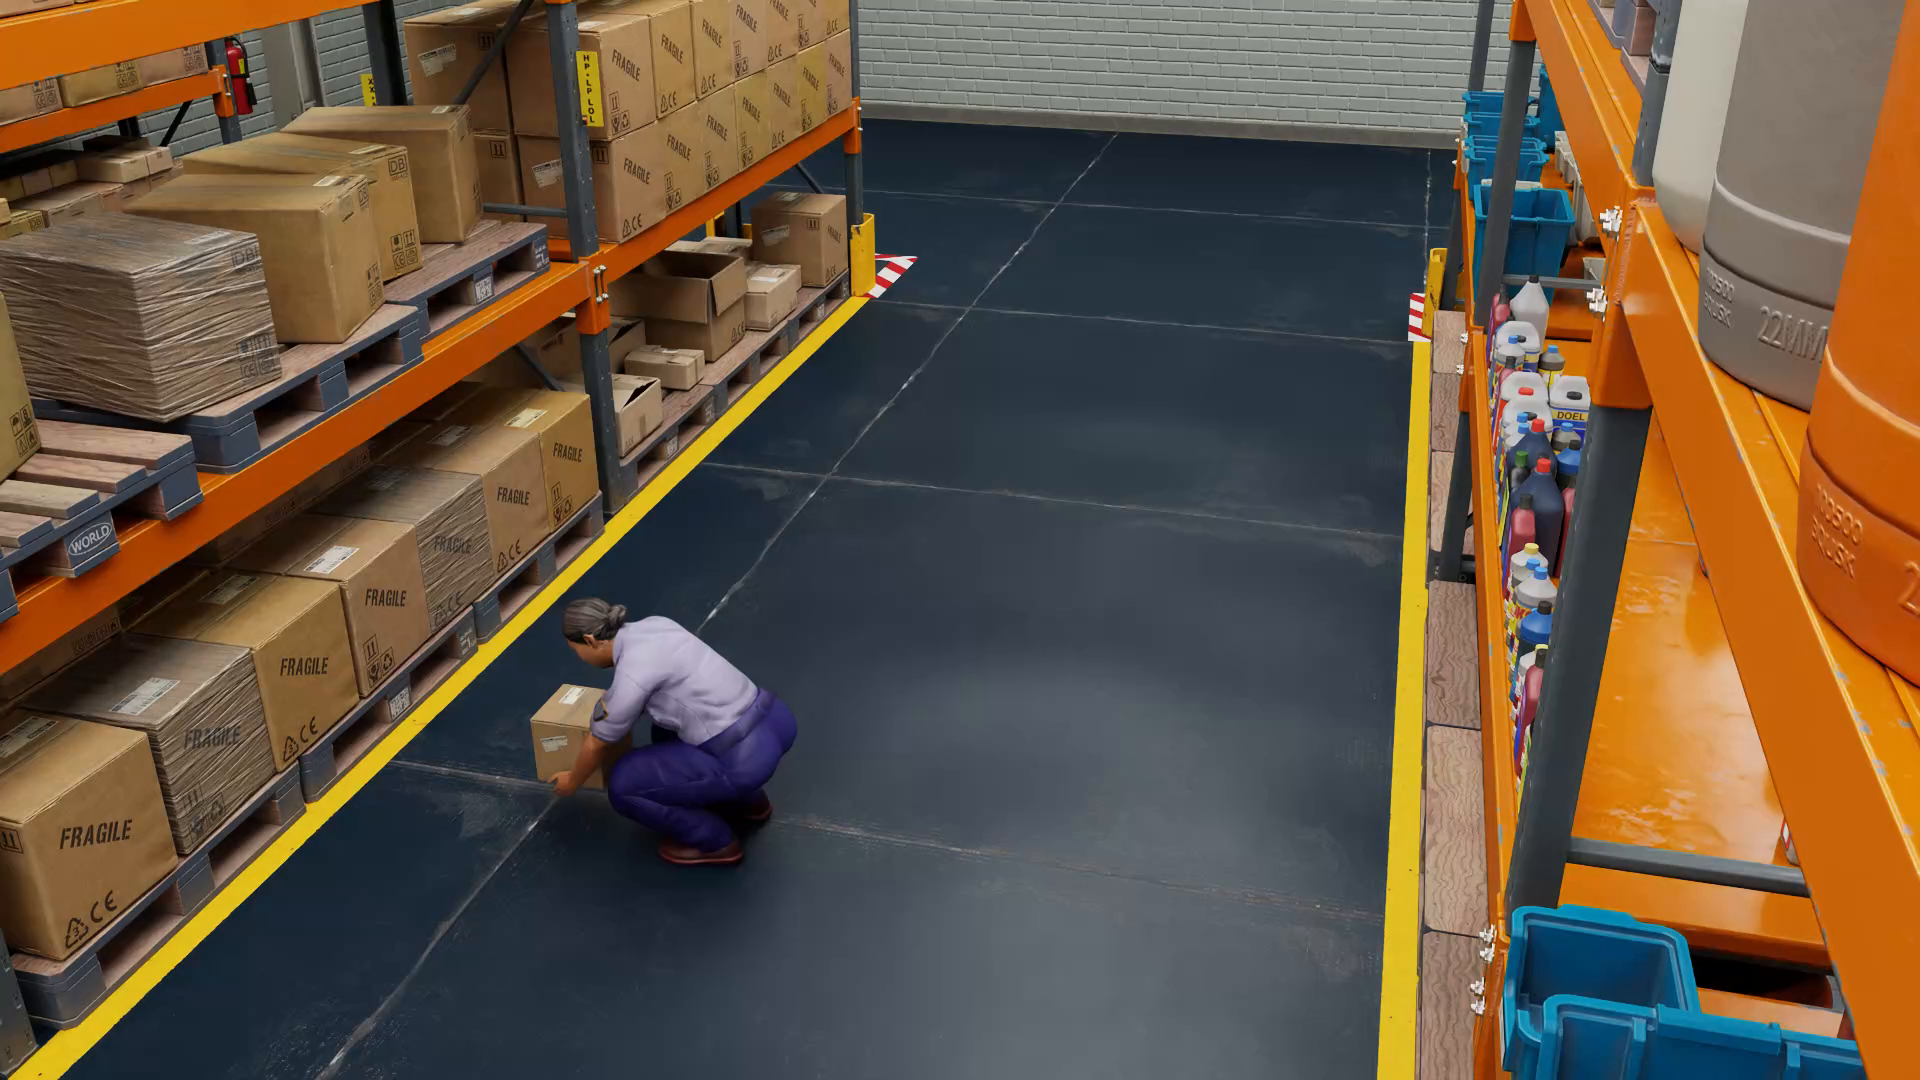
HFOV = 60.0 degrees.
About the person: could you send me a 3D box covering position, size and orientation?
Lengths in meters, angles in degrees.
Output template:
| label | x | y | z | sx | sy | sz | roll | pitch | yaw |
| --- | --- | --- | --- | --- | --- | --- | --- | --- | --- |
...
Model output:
| label | x | y | z | sx | sy | sz | roll | pitch | yaw |
| --- | --- | --- | --- | --- | --- | --- | --- | --- | --- |
| person | -0.994 | 0.616 | 5.693 | 0.837 | 0.923 | 0.529 | 6 | 26 | 13 |
